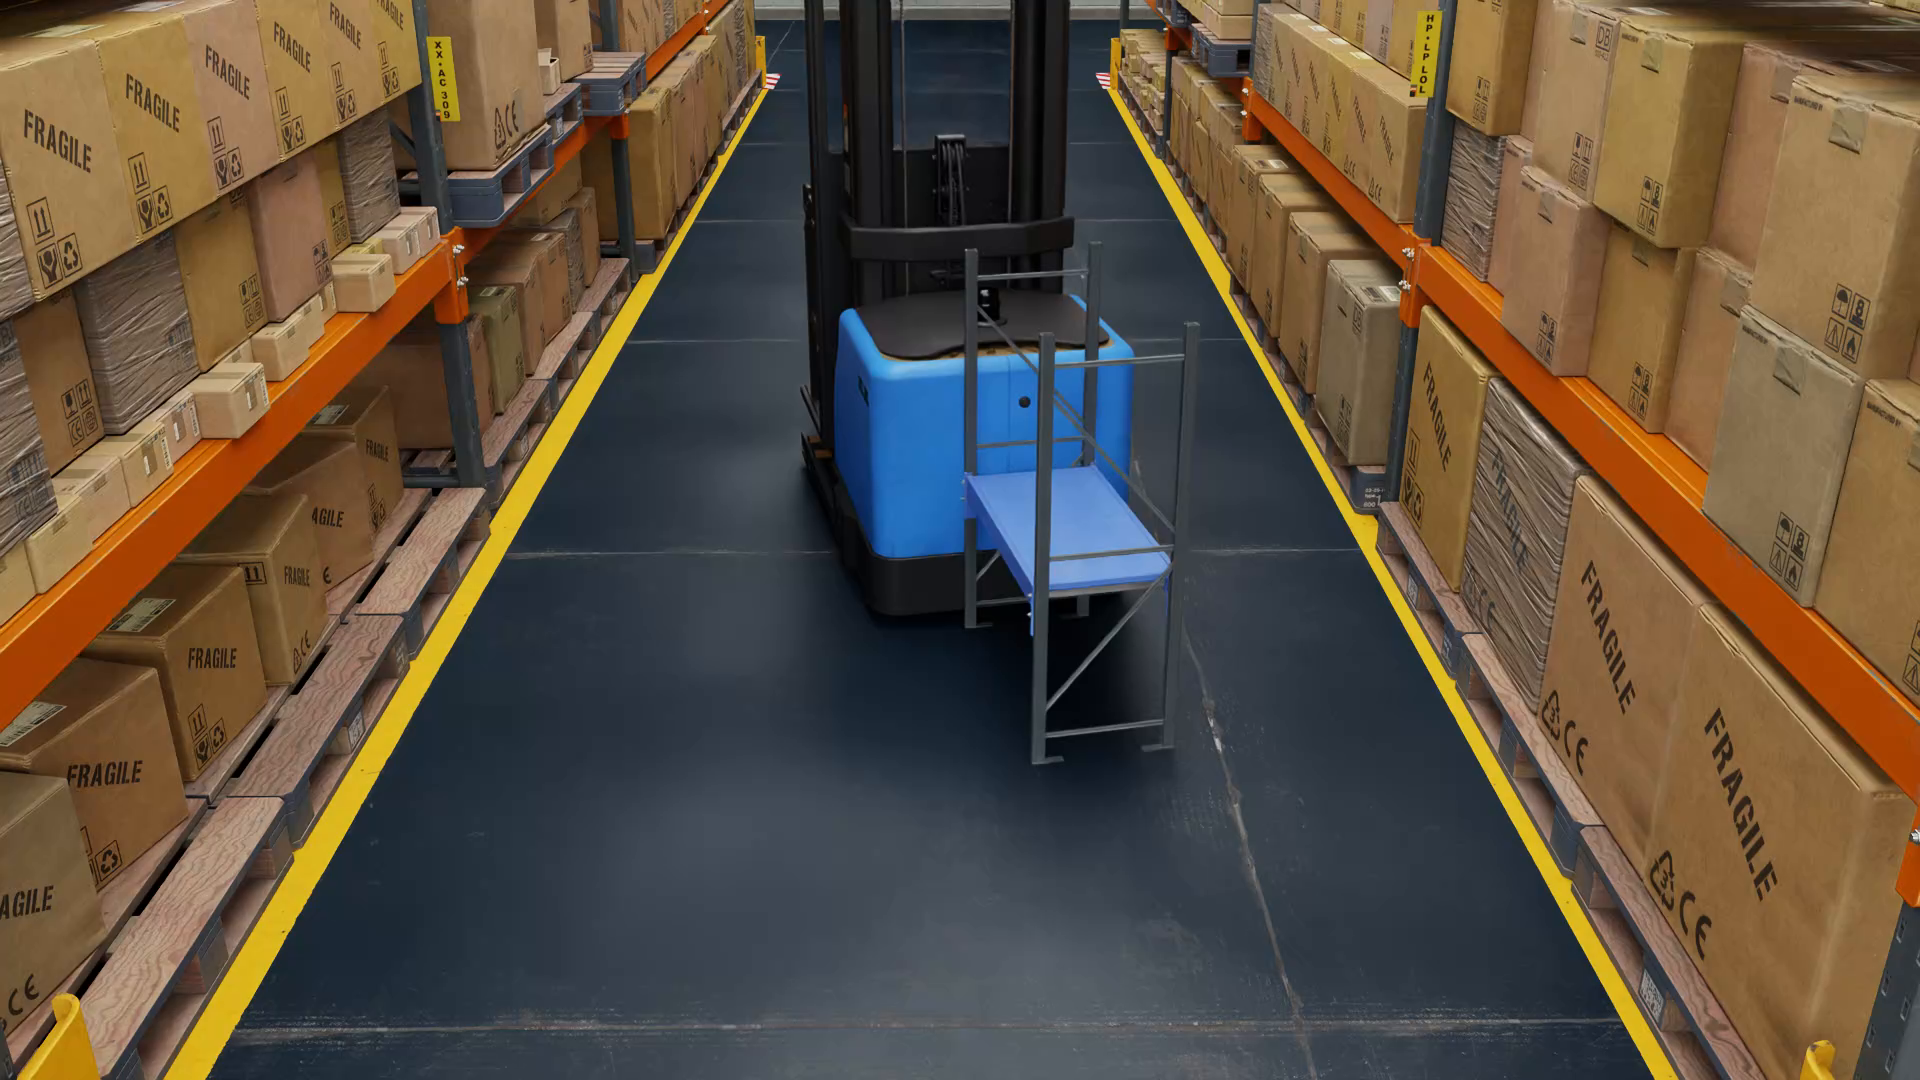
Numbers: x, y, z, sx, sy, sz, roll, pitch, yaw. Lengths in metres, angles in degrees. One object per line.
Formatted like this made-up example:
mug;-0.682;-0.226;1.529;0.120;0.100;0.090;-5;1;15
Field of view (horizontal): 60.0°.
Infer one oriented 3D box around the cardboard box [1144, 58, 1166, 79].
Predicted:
cardboard box;1.940;-4.441;15.658;0.380;0.149;0.250;-1;24;-3

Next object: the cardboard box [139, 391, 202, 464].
cardboard box;-2.339;-0.300;4.578;0.380;0.149;0.250;0;24;-1

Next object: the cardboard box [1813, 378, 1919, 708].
cardboard box;2.358;0.017;3.389;0.875;0.550;0.550;0;24;-1

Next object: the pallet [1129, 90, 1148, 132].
pallet;2.217;-4.216;16.316;1.003;0.211;1.213;0;24;-1

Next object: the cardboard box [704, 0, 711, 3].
cardboard box;-2.355;-4.735;14.383;0.380;0.149;0.250;0;24;0

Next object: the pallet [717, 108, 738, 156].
pallet;-2.615;-3.769;15.327;1.003;0.211;1.213;0;24;-1

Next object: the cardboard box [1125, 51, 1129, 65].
cardboard box;1.928;-5.052;17.370;0.380;0.149;0.250;0;24;-1

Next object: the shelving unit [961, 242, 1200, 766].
shelving unit;0.373;-0.158;5.780;0.538;1.500;1.048;-5;25;-11

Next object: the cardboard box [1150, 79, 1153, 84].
cardboard box;1.992;-4.293;15.691;0.380;0.149;0.250;0;24;1

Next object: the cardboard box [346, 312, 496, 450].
cardboard box;-2.582;-0.744;7.754;0.700;0.500;0.500;-2;24;-5

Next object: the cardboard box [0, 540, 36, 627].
cardboard box;-2.302;0.112;3.667;0.380;0.149;0.250;0;24;-1

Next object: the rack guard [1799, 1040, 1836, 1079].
rack guard;2.407;1.387;3.576;1.175;0.500;0.348;0;24;-1

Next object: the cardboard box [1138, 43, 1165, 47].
cardboard box;1.976;-4.867;16.599;0.380;0.149;0.250;1;24;2

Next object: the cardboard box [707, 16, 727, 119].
cardboard box;-2.612;-4.221;15.012;0.875;0.875;0.875;0;24;-1

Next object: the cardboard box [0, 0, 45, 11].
cardboard box;-2.818;-1.261;4.703;0.500;0.500;0.500;0;24;-1

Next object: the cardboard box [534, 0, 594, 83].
cardboard box;-2.489;-2.862;9.308;0.700;0.500;0.500;3;25;7

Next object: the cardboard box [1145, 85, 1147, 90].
cardboard box;1.984;-4.293;16.052;0.380;0.149;0.250;0;24;0

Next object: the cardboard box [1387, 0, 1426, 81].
cardboard box;2.345;-2.327;7.421;0.700;0.500;0.500;-1;24;-1

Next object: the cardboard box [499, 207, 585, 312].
cardboard box;-2.595;-1.634;9.723;0.700;0.500;0.500;-2;24;-5

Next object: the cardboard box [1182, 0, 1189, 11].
cardboard box;1.840;-3.977;12.198;0.380;0.149;0.250;-1;24;-3

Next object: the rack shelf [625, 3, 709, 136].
rack shelf;-2.663;-3.574;12.385;1.077;0.370;4.000;0;24;-1

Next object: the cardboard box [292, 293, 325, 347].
cardboard box;-2.337;-0.712;5.489;0.380;0.149;0.250;0;24;-1

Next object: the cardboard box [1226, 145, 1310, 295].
cardboard box;2.237;-1.973;10.193;1.050;0.750;0.750;-1;24;-1

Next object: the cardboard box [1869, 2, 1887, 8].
cardboard box;6.959;-3.889;12.390;0.500;0.250;0.500;-1;24;-1

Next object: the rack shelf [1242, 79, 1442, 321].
rack shelf;2.342;-1.906;8.697;1.077;0.370;4.000;0;24;-1

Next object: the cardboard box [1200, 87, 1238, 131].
cardboard box;2.044;-3.150;12.189;0.500;0.250;0.500;0;24;1

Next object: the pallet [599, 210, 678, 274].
pallet;-2.574;-2.132;11.708;1.003;0.211;1.213;0;24;-1

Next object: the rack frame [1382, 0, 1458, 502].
rack frame;2.364;-1.410;6.727;1.000;3.000;0.127;0;24;-1

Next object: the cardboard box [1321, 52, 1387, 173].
cardboard box;2.079;-2.086;8.100;0.500;0.500;0.500;0;24;0

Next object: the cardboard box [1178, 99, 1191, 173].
cardboard box;2.027;-3.235;13.286;0.500;0.500;0.500;1;24;2

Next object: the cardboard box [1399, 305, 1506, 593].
cardboard box;2.300;-0.374;6.505;0.875;0.875;0.875;0;24;0

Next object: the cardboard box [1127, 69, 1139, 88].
cardboard box;1.906;-4.714;16.983;0.380;0.149;0.250;0;24;0

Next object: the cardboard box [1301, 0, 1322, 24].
cardboard box;2.322;-3.166;9.275;0.700;0.500;0.500;-1;24;-1

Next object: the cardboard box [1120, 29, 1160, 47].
cardboard box;1.899;-5.301;17.558;0.380;0.149;0.250;-1;24;-3

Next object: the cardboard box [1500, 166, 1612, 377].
cardboard box;2.296;-0.877;5.366;0.875;0.550;0.550;0;24;-1

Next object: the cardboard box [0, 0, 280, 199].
cardboard box;-2.304;-1.263;4.708;0.500;0.500;0.500;0;24;-1

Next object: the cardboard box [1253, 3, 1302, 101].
cardboard box;2.055;-2.917;9.939;0.500;0.500;0.500;0;24;0

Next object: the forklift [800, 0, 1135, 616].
forklift;-0.143;-1.624;7.284;1.130;2.935;3.031;-5;25;-11

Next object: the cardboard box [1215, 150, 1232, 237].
cardboard box;2.051;-2.380;11.397;0.500;0.500;0.500;0;24;-1

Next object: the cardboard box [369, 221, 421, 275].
cardboard box;-2.308;-1.124;6.401;0.380;0.149;0.250;0;24;-1

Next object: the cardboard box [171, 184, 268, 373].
cardboard box;-2.614;-0.806;4.911;0.875;0.500;0.500;0;24;-1

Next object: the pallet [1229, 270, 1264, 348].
pallet;2.253;-1.462;10.227;1.003;0.211;1.213;0;24;-1

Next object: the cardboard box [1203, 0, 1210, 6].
cardboard box;1.849;-3.690;11.204;0.380;0.149;0.250;0;24;1

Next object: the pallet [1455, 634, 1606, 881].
pallet;2.310;0.678;5.494;1.003;0.211;1.213;0;24;-1

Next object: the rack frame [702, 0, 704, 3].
rack frame;-2.685;-4.726;14.058;1.000;3.000;0.127;0;24;-1

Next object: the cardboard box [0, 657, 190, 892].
cardboard box;-2.584;0.663;4.667;0.500;0.500;0.500;6;25;13

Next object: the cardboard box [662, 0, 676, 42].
cardboard box;-2.395;-3.954;12.231;0.500;0.500;0.500;0;24;0

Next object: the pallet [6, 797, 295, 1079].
pallet;-2.528;1.123;4.510;1.003;0.211;1.213;0;24;-1

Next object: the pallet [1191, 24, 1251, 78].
pallet;2.206;-3.264;11.059;1.213;0.211;1.003;0;24;-1

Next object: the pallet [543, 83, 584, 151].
pallet;-2.578;-2.174;8.651;1.003;0.211;1.213;0;24;-1

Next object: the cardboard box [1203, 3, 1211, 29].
cardboard box;1.851;-3.544;11.242;0.380;0.149;0.250;0;24;0

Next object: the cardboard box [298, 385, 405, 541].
cardboard box;-2.633;-0.316;6.834;0.500;0.500;0.500;-1;24;-2

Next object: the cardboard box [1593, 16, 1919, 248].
cardboard box;2.337;-1.150;4.661;0.875;0.550;0.500;0;24;-1

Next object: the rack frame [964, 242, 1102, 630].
rack frame;0.263;-0.363;6.232;0.500;1.500;0.032;-5;25;-11

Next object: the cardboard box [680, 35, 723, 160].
cardboard box;-2.658;-3.685;13.827;1.225;0.875;0.875;0;24;0
